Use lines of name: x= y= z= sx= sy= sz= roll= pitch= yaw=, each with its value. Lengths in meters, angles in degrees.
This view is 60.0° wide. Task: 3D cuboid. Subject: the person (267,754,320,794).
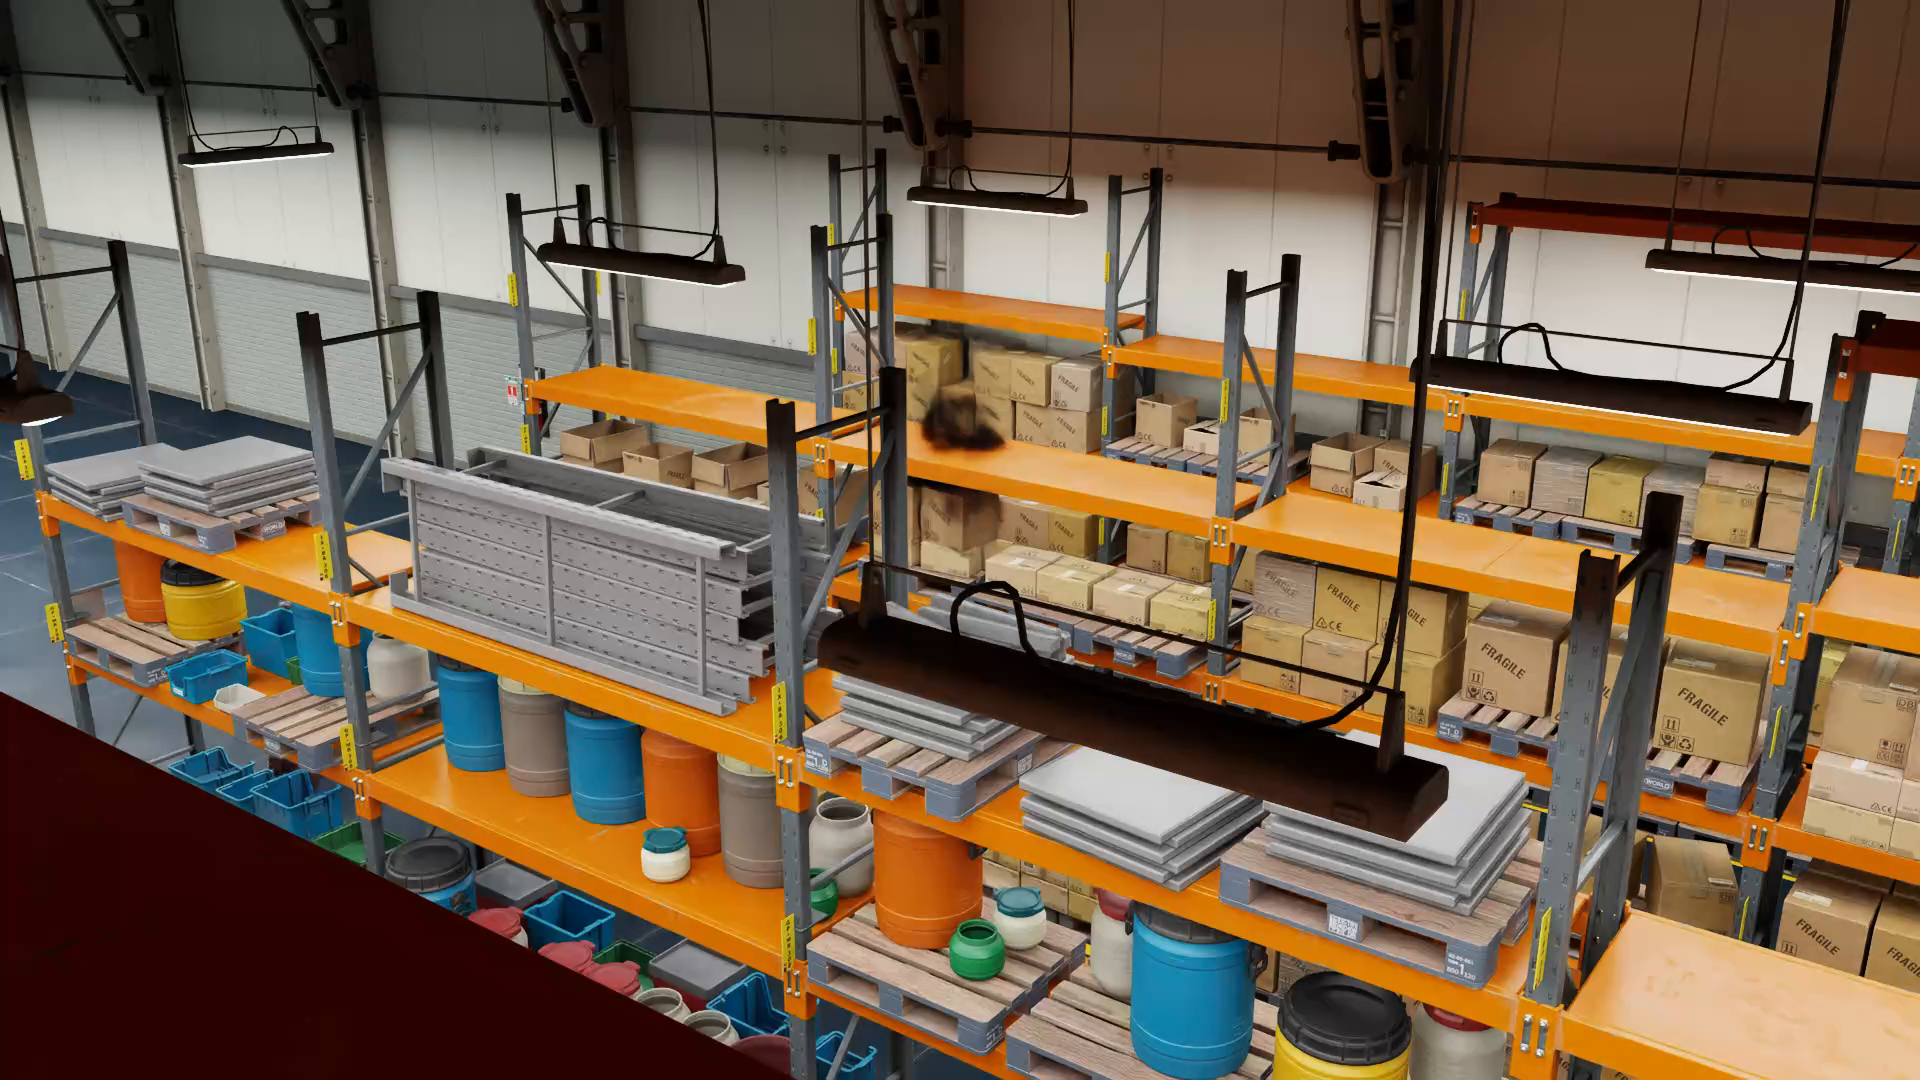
person: x=-6.229 y=2.269 z=15.647 sx=0.605 sy=1.735 sz=0.692 roll=8 pitch=20 yaw=22

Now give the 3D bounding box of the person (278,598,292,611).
person: x=-7.196 y=1.397 z=18.285 sx=0.859 sy=1.734 sz=0.560 roll=-9 pitch=20 yaw=-25
